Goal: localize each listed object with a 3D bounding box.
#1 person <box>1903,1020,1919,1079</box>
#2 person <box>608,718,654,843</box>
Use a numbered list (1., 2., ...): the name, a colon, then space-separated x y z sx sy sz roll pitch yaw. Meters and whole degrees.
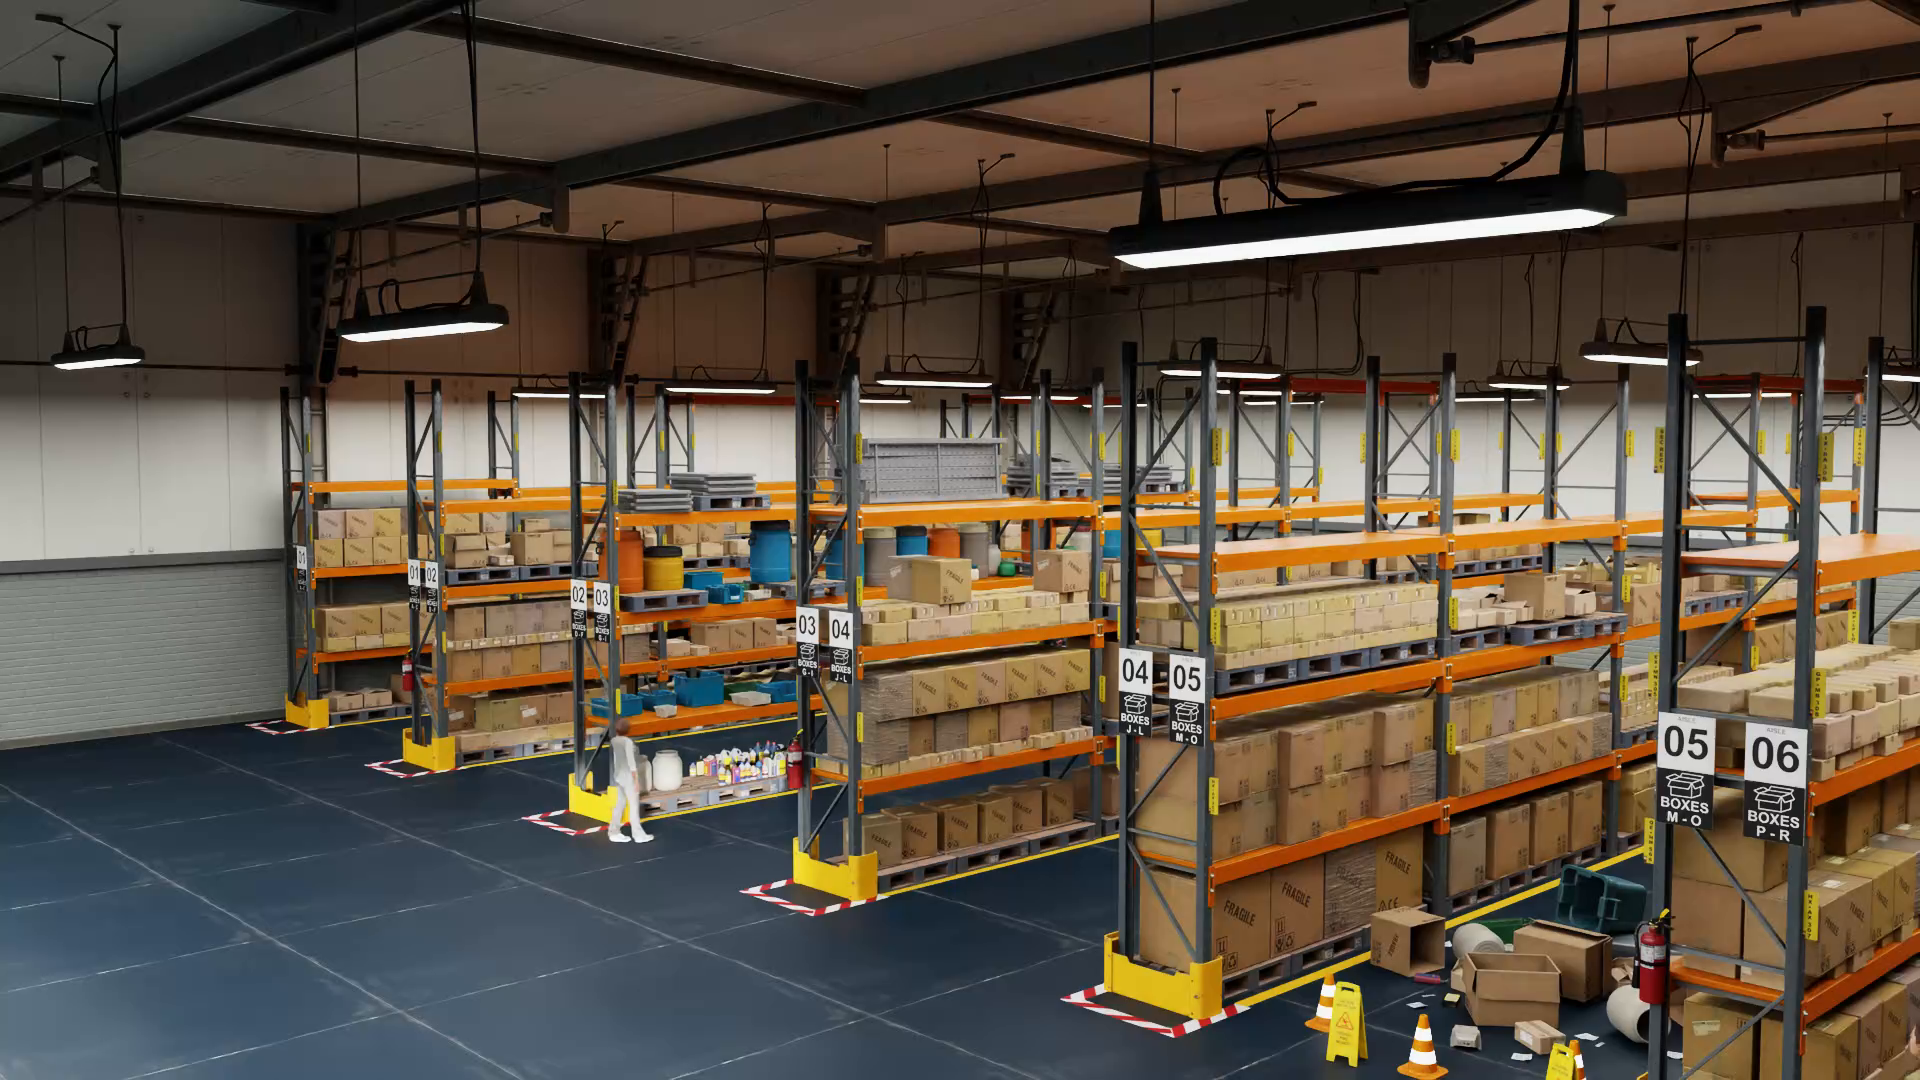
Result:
1. person: 5.723 3.682 9.905 0.458 1.670 0.455 1 4 21
2. person: -4.153 3.085 21.015 0.545 1.499 0.421 -2 4 -24
